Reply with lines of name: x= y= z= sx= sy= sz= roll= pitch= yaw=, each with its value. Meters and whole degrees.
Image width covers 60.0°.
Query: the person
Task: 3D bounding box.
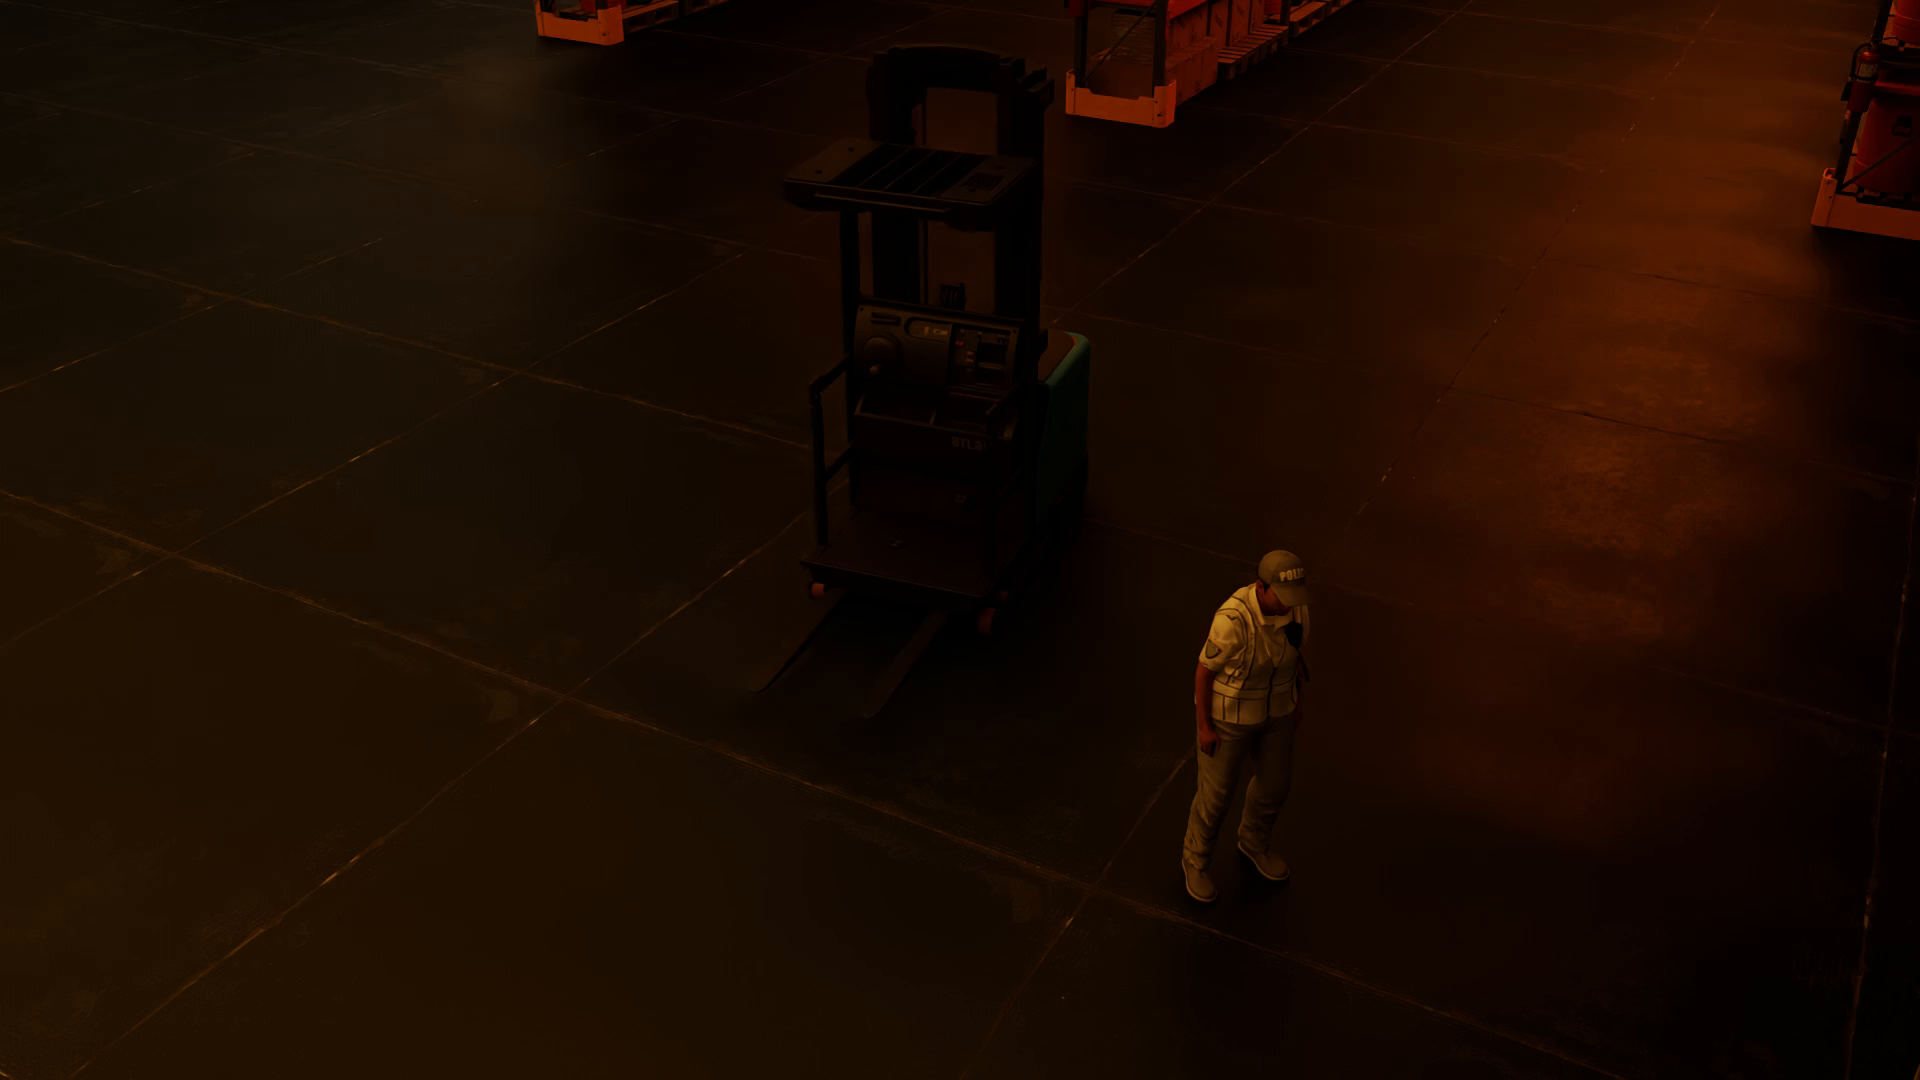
person: x=1.228 y=0.754 z=7.035 sx=0.547 sy=1.664 sz=0.470 roll=-12 pitch=32 yaw=-20

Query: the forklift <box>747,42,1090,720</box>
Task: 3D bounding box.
forklift: x=-0.206 y=-0.975 z=8.760 sx=1.130 sy=2.935 sz=3.031 roll=11 pitch=32 yaw=18
